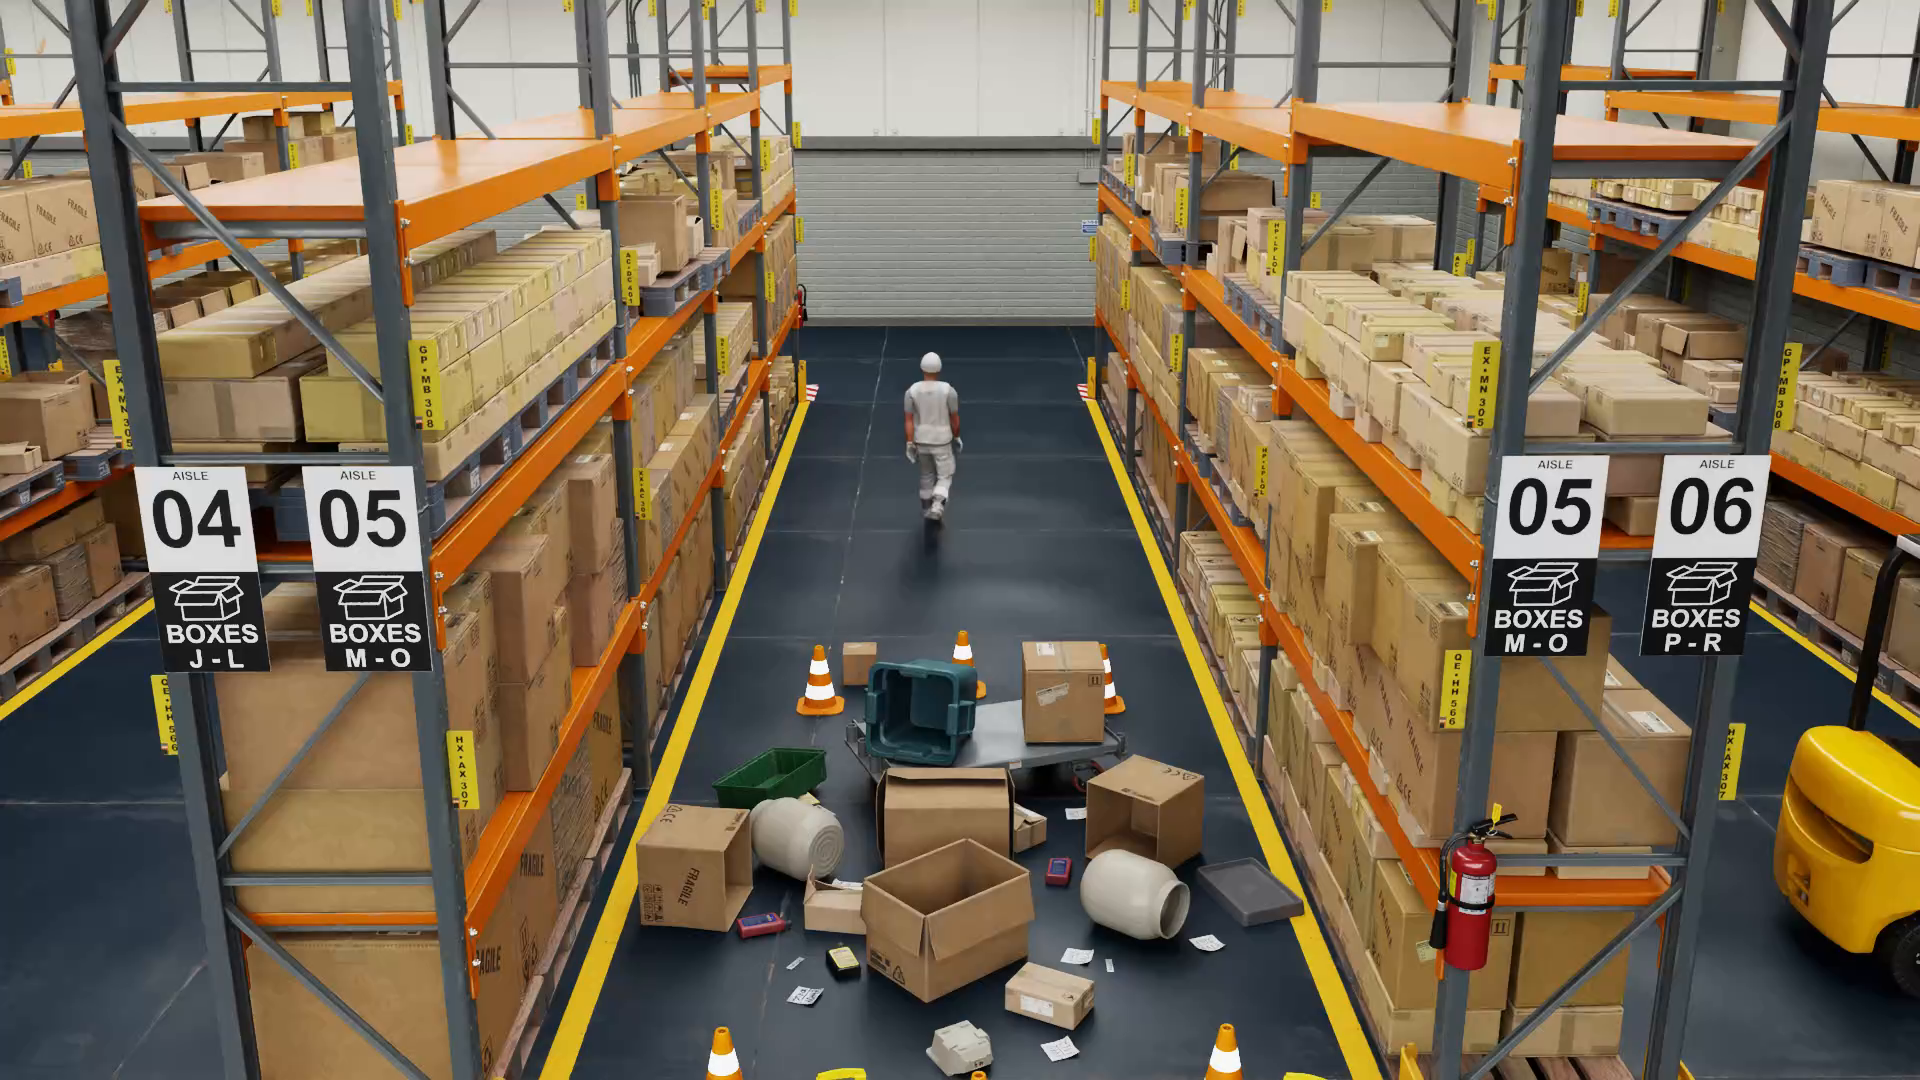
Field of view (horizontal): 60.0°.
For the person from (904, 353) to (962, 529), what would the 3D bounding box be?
[{"bbox_3d":[-0.261,-0.950,16.107,0.532,1.758,0.909,3,17,11],"label":"person"}]
